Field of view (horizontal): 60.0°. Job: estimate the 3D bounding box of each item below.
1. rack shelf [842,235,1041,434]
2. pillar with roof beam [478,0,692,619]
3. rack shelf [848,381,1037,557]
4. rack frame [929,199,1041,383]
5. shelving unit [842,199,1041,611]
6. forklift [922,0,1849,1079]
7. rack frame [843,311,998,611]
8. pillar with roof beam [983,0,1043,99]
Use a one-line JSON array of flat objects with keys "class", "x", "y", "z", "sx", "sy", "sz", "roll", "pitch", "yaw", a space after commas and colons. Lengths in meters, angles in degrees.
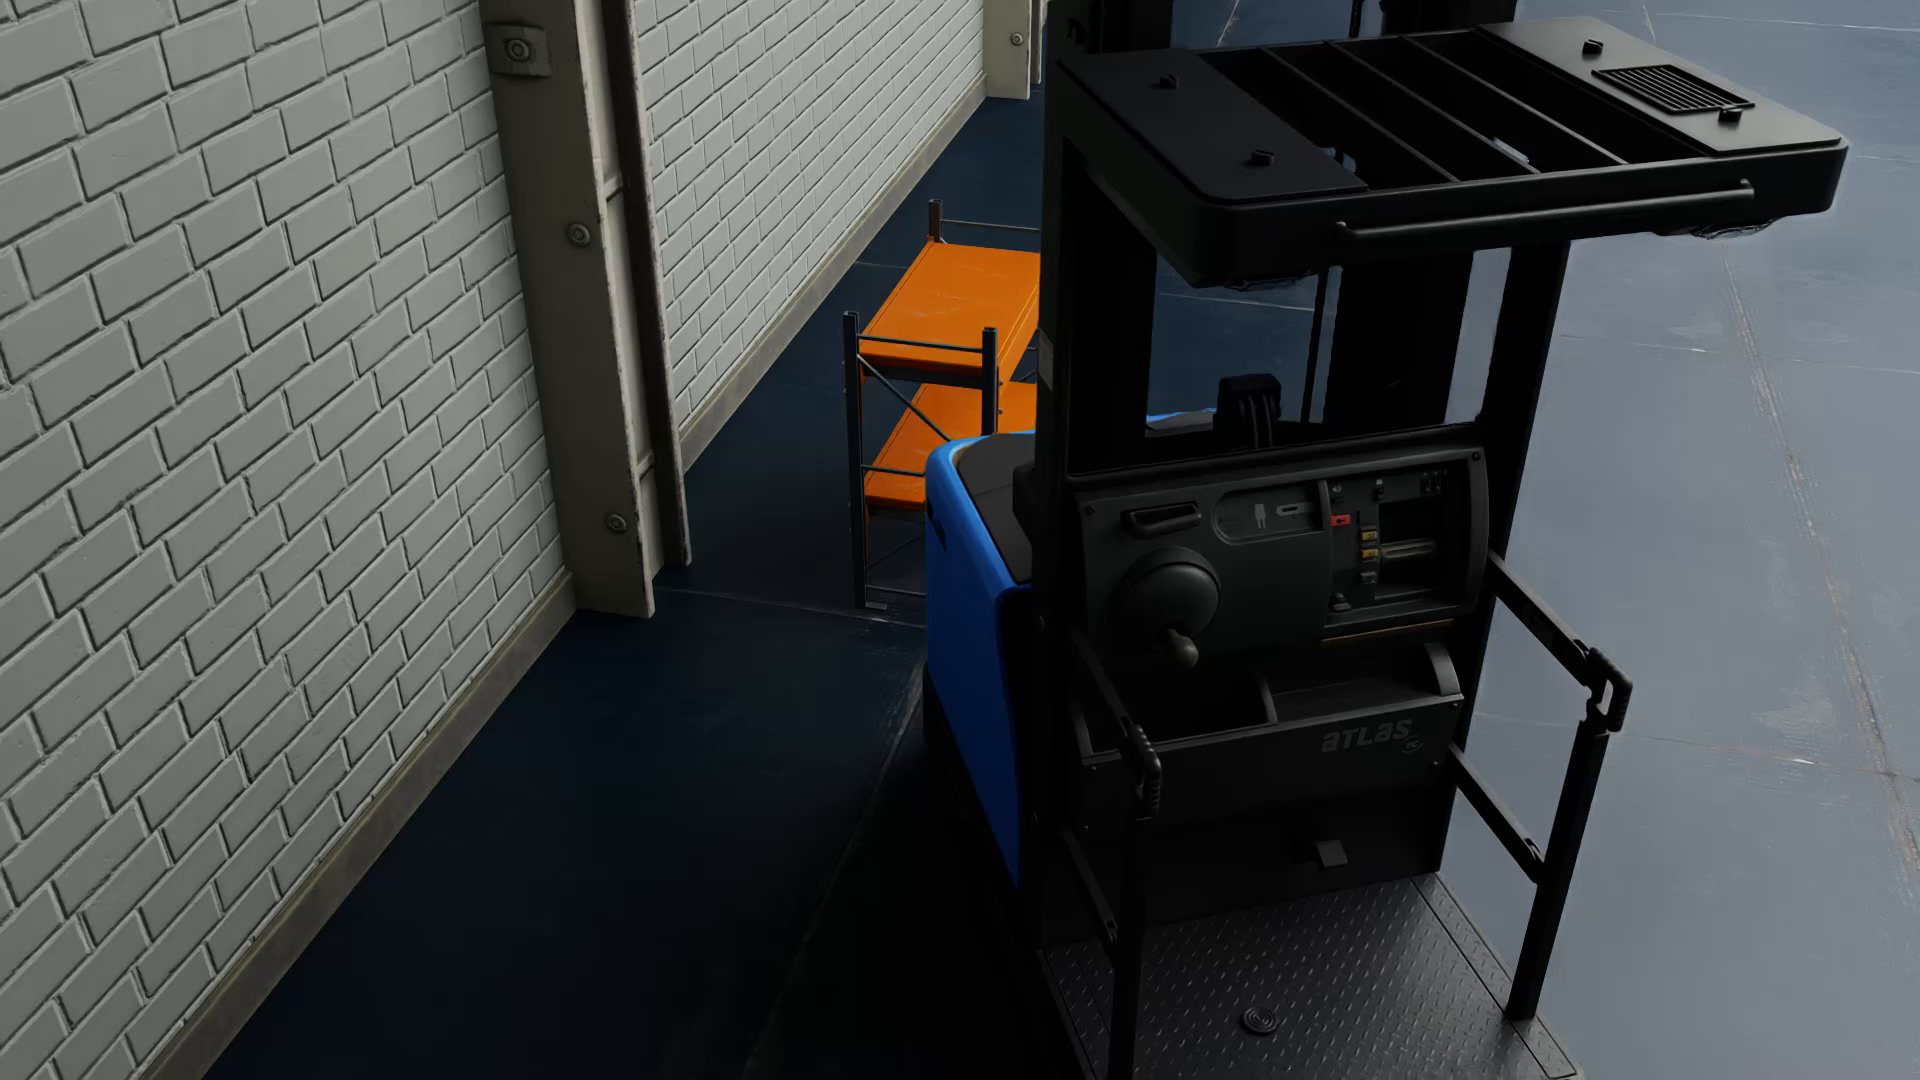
[{"class": "rack shelf", "x": 0.002, "y": -0.725, "z": 5.797, "sx": 0.538, "sy": 0.278, "sz": 1.000, "roll": 8, "pitch": 33, "yaw": 12}, {"class": "pillar with roof beam", "x": 2.978, "y": -3.060, "z": 2.675, "sx": 9.100, "sy": 9.000, "sz": 0.400, "roll": 8, "pitch": 33, "yaw": 12}, {"class": "rack shelf", "x": 0.002, "y": -0.272, "z": 6.085, "sx": 0.538, "sy": 0.278, "sz": 1.000, "roll": 8, "pitch": 33, "yaw": 12}, {"class": "rack frame", "x": 0.131, "y": -0.742, "z": 6.369, "sx": 0.500, "sy": 1.125, "sz": 0.032, "roll": 8, "pitch": 33, "yaw": 12}, {"class": "shelving unit", "x": 0.002, "y": -0.478, "z": 5.954, "sx": 0.538, "sy": 1.125, "sz": 1.048, "roll": 8, "pitch": 33, "yaw": 12}, {"class": "forklift", "x": 0.756, "y": 0.090, "z": 3.377, "sx": 1.130, "sy": 2.935, "sz": 3.031, "roll": -8, "pitch": 33, "yaw": -12}, {"class": "rack frame", "x": -0.127, "y": -0.214, "z": 5.539, "sx": 0.500, "sy": 1.125, "sz": 0.032, "roll": 8, "pitch": 33, "yaw": 12}, {"class": "pillar with roof beam", "x": 4.501, "y": -6.173, "z": 7.573, "sx": 9.100, "sy": 9.000, "sz": 0.400, "roll": 8, "pitch": 33, "yaw": 12}]
